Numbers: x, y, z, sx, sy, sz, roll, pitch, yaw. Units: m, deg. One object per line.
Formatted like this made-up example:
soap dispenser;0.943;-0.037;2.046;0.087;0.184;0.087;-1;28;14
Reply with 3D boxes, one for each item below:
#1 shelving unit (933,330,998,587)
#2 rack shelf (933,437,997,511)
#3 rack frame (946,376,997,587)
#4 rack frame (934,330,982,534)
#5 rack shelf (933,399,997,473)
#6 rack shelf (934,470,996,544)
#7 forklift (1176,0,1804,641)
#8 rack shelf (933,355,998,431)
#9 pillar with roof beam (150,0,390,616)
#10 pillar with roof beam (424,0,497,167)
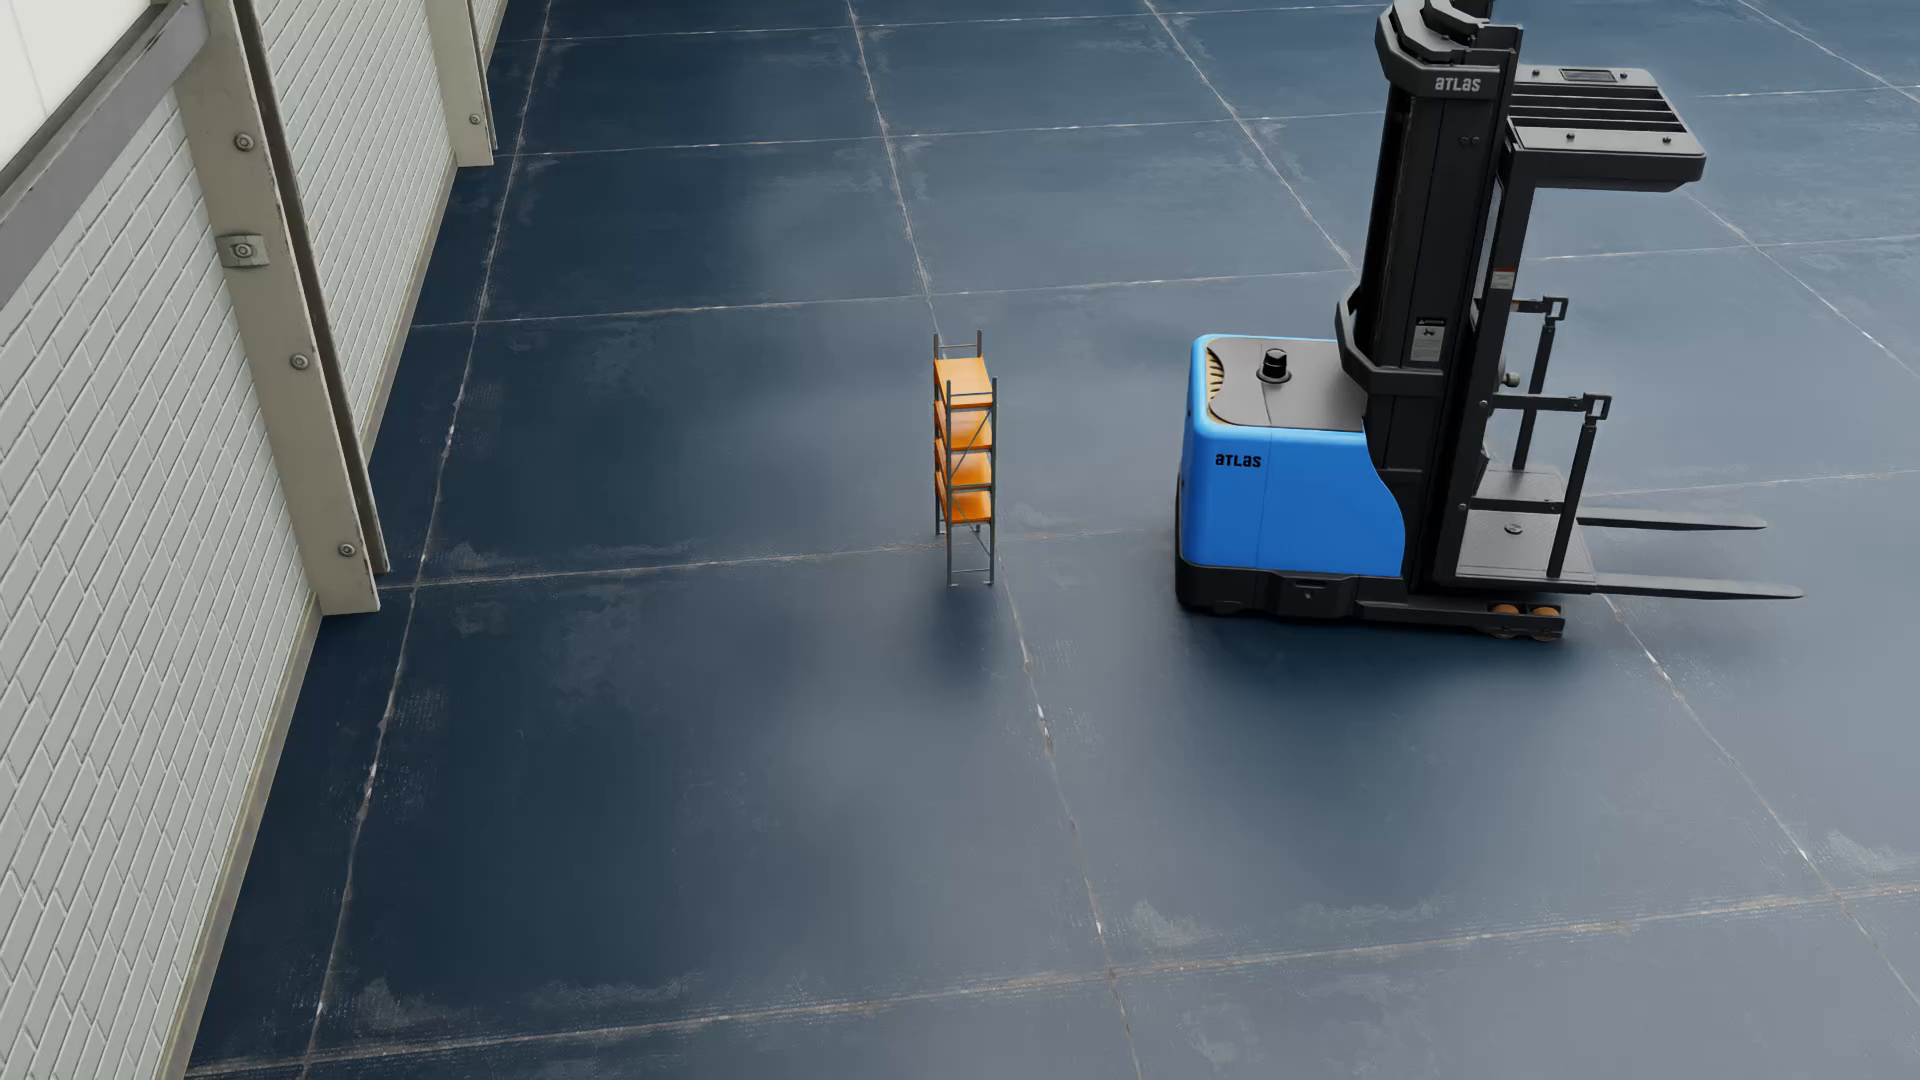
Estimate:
shelving unit;0.022;-0.403;8.405;0.258;1.200;0.503;-4;35;-6
rack shelf;0.022;-0.348;8.443;0.258;0.148;0.480;-4;35;-6
rack frame;0.055;-0.267;8.205;0.240;1.200;0.015;-4;35;-6
rack frame;-0.011;-0.540;8.605;0.240;1.200;0.015;-4;35;-6
rack shelf;0.022;-0.533;8.317;0.258;0.148;0.480;-4;35;-6
rack shelf;0.022;-0.184;8.555;0.258;0.148;0.480;-4;35;-6
forklift;2.637;-1.033;7.792;3.031;2.935;1.130;3;34;5
rack shelf;0.022;-0.728;8.184;0.258;0.148;0.480;-4;35;-6
pillar with roof beam;1.165;-3.787;6.444;9.100;9.000;0.400;-4;35;-6
pillar with roof beam;0.359;-7.135;11.357;9.100;9.000;0.400;-4;35;-6
